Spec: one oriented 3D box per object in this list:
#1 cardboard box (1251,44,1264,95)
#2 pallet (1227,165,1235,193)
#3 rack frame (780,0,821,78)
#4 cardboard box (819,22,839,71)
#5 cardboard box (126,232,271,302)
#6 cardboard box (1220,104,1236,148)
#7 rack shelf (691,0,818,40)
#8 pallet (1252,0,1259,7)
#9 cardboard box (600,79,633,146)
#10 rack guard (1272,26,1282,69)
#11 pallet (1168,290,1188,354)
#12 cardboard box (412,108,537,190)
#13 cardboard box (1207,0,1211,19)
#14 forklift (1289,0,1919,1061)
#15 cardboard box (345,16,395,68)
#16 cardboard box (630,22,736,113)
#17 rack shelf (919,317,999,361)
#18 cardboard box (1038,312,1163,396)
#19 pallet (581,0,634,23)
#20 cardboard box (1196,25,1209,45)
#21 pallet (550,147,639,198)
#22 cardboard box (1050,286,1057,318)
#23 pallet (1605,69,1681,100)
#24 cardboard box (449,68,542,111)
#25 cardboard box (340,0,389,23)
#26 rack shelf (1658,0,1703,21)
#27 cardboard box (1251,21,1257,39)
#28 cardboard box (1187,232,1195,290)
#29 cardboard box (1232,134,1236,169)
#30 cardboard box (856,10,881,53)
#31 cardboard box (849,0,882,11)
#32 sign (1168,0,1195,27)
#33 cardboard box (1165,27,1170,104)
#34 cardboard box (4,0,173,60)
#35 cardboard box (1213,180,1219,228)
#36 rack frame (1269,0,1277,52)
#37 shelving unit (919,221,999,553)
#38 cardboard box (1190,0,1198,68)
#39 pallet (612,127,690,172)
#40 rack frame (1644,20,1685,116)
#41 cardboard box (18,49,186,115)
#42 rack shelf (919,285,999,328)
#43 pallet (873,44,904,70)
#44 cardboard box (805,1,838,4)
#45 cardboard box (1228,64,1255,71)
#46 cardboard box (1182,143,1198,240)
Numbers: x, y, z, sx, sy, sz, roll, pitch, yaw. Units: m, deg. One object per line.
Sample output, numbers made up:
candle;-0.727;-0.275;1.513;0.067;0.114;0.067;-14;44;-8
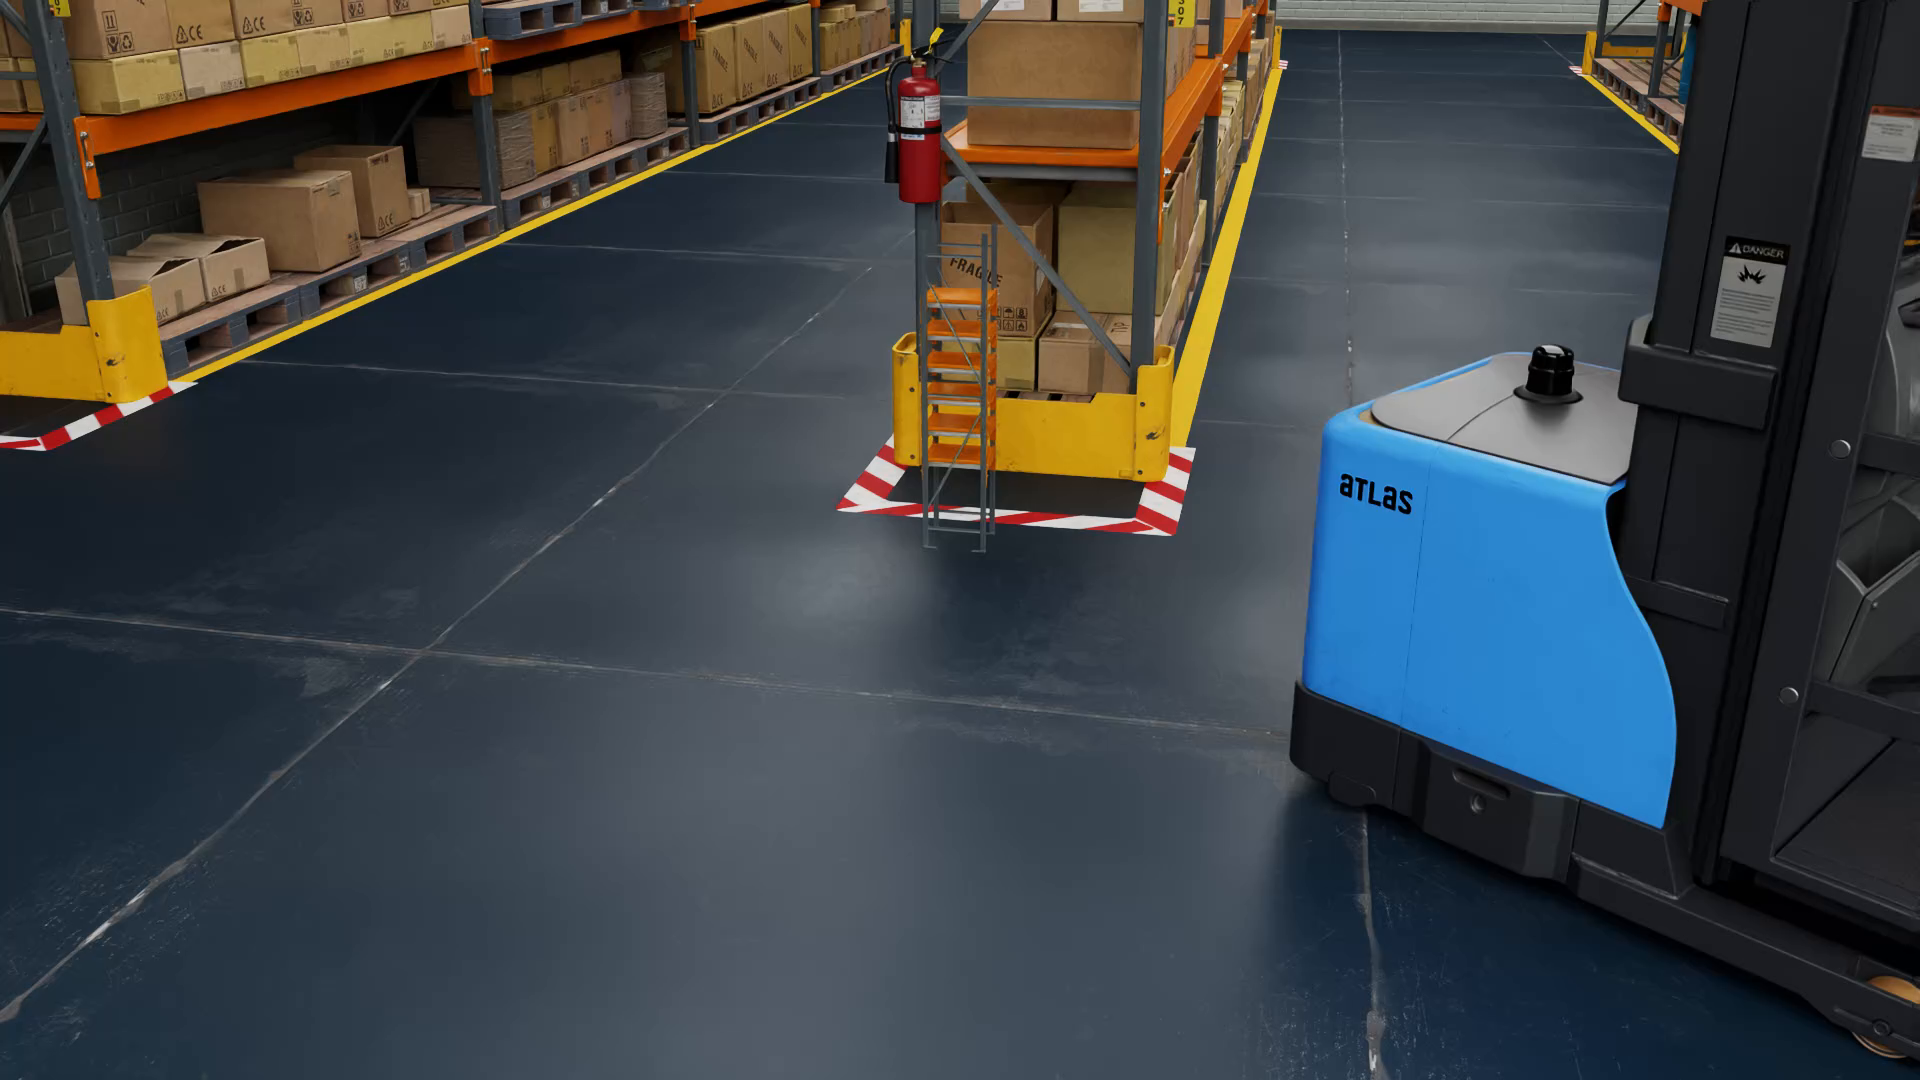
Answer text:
cardboard box;2.834;-4.796;17.005;0.500;0.500;0.500;5;22;11
pallet;1.741;-3.080;13.718;1.003;0.211;1.213;4;22;11
rack frame;-2.087;-6.510;18.504;1.000;3.000;0.127;4;22;11
cardboard box;-1.834;-5.811;19.552;0.700;0.500;0.500;5;22;12
cardboard box;-4.190;-1.533;9.156;0.500;0.311;0.500;6;23;15
cardboard box;1.771;-3.082;12.360;0.500;0.311;0.500;5;22;12
rack shelf;-2.495;-5.445;16.822;1.077;0.370;4.000;4;22;11
pallet;2.016;-4.836;14.602;1.213;0.211;1.003;4;22;11
cardboard box;-3.218;-3.645;14.147;0.700;0.500;0.500;4;22;11
rack guard;3.564;-6.410;21.600;1.175;0.500;0.348;4;22;11
pallet;0.681;-1.180;9.000;1.003;0.211;1.213;4;22;11
cardboard box;-3.586;-2.900;12.295;0.700;0.500;0.500;5;23;13
cardboard box;1.620;-4.103;12.392;0.500;0.500;0.500;3;22;8
forklift;2.306;-0.411;3.451;1.130;2.935;3.031;-20;29;-40
cardboard box;-3.717;-2.961;9.865;0.500;0.250;0.500;4;22;11
cardboard box;-2.625;-4.504;15.838;0.750;0.750;0.750;4;22;10
rack shelf;-0.003;-0.733;6.043;0.258;0.103;0.180;4;22;11
cardboard box;0.642;-0.844;7.553;0.500;0.250;0.500;4;22;11
pallet;-3.267;-4.232;13.102;1.003;0.211;1.213;4;22;11
cardboard box;1.512;-3.400;11.118;0.380;0.149;0.250;4;22;11
pallet;-3.315;-3.024;13.579;1.003;0.211;1.213;4;22;11
cardboard box;0.225;-1.067;8.107;0.500;0.250;0.500;4;22;11
pallet;7.970;-5.181;18.936;1.003;0.211;1.213;4;22;11
cardboard box;-3.499;-3.409;12.556;0.500;0.250;0.500;4;22;10
cardboard box;-3.723;-3.309;9.726;0.500;0.500;0.500;4;22;9
rack shelf;7.203;-4.690;14.947;1.077;0.370;4.000;4;22;11
cardboard box;3.141;-5.868;19.661;0.797;0.503;0.637;4;22;11
cardboard box;1.051;-1.575;9.369;0.500;0.250;0.500;4;22;11
cardboard box;1.871;-3.007;12.924;0.500;0.250;0.500;5;22;12
cardboard box;-1.418;-6.562;21.416;0.700;0.500;0.500;4;22;11
cardboard box;-1.215;-6.892;21.366;0.380;0.149;0.250;5;22;12
sign;0.857;-2.139;6.386;0.100;0.325;0.005;4;22;11
cardboard box;0.632;-2.335;8.003;0.700;0.500;0.500;5;22;11
cardboard box;-4.144;-2.561;7.868;0.500;0.500;0.500;4;22;11
cardboard box;1.455;-2.256;11.060;0.500;0.250;0.500;4;22;10
rack frame;3.579;-7.597;21.202;1.000;3.000;0.127;4;22;11
shelving unit;-0.003;-0.551;6.116;0.258;1.200;0.189;4;22;11
cardboard box;1.046;-3.092;9.882;0.700;0.500;0.500;4;22;10
pallet;-3.064;-3.468;14.683;1.003;0.211;1.213;4;22;11
rack frame;7.611;-5.755;16.629;1.000;3.000;0.127;4;22;11
cardboard box;-4.125;-2.216;8.014;0.500;0.250;0.500;4;22;9
rack shelf;-0.003;-0.844;5.998;0.258;0.103;0.180;4;22;11
pallet;-1.358;-6.381;21.916;1.003;0.211;1.213;4;22;11
cardboard box;-1.743;-6.643;20.749;0.380;0.149;0.250;5;22;11
cardboard box;2.421;-4.052;15.158;0.500;0.500;0.500;4;22;9
cardboard box;1.038;-1.924;9.231;0.500;0.500;0.500;4;22;11
